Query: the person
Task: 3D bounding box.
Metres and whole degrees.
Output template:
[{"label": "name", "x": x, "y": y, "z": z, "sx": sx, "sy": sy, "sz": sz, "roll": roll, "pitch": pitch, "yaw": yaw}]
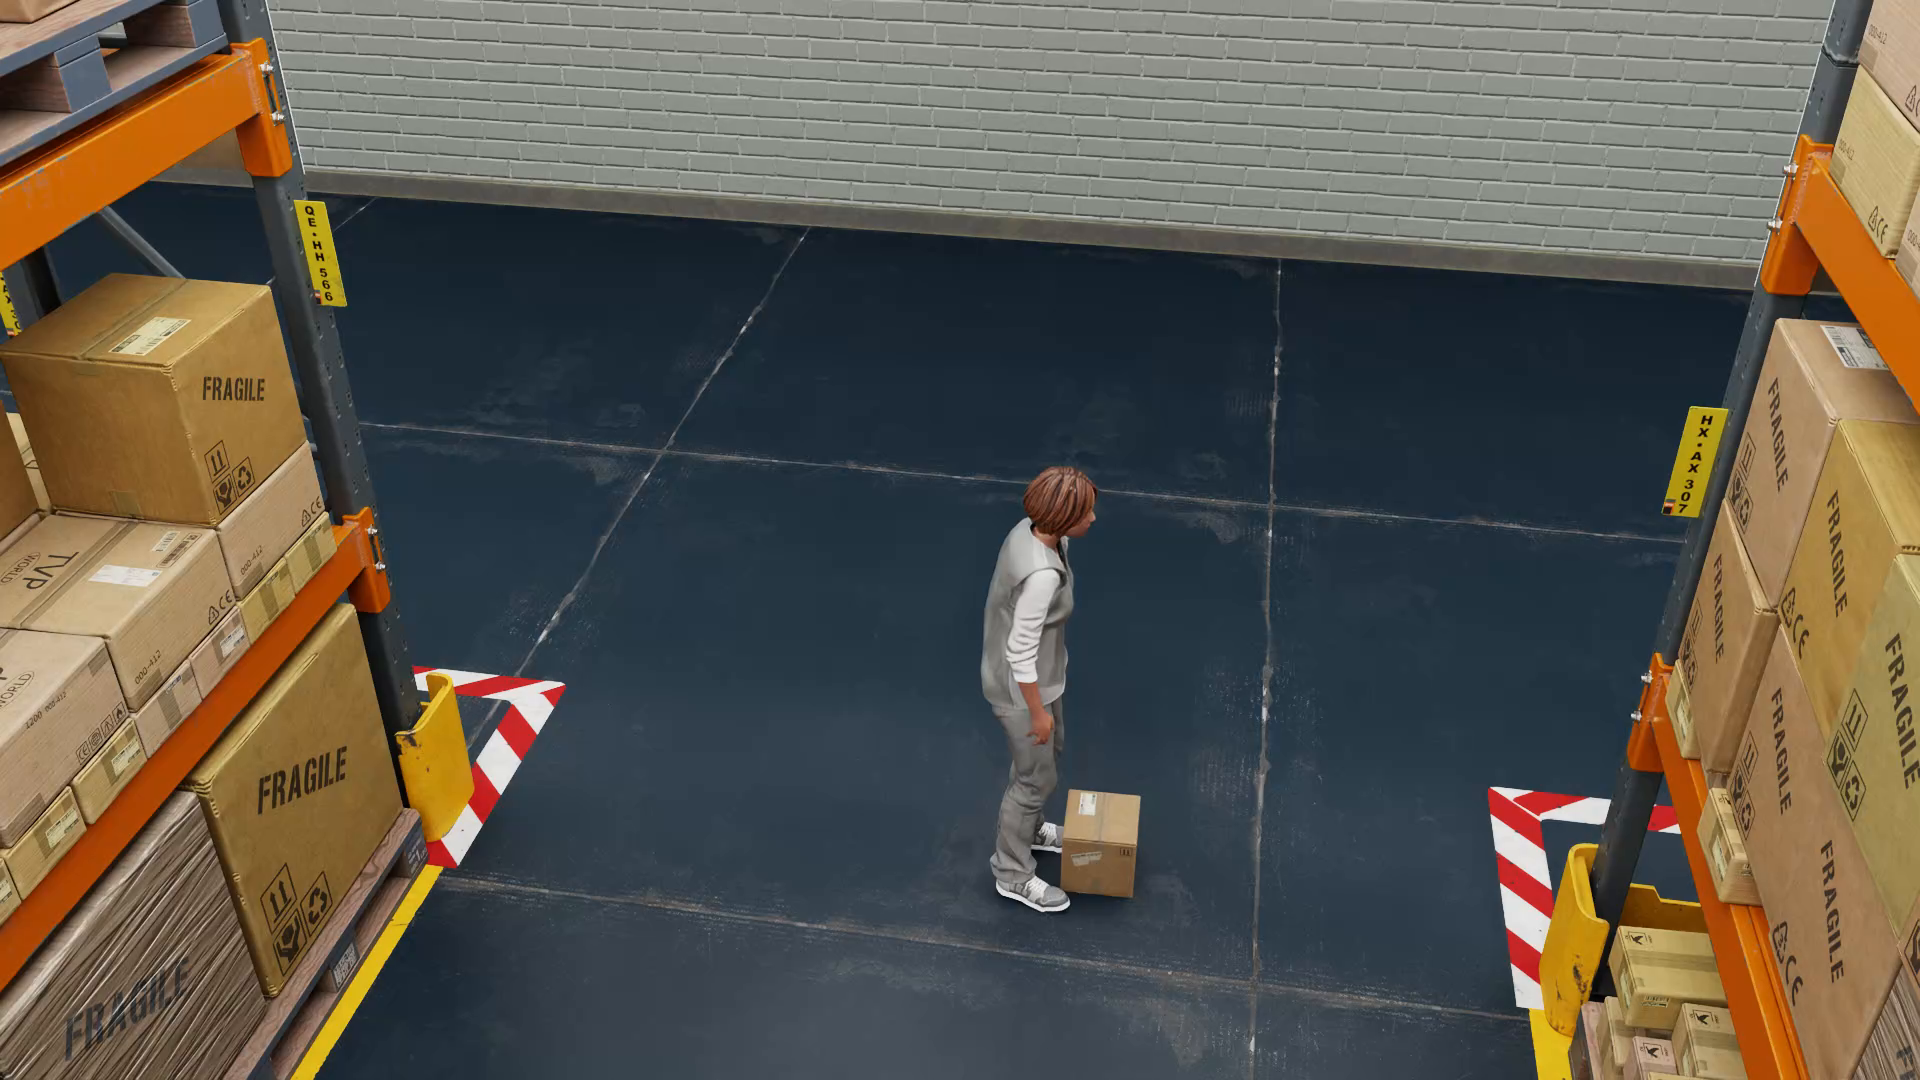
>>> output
[{"label": "person", "x": 0.242, "y": 0.472, "z": 5.428, "sx": 0.348, "sy": 1.580, "sz": 0.483, "roll": 3, "pitch": 33, "yaw": 5}]
